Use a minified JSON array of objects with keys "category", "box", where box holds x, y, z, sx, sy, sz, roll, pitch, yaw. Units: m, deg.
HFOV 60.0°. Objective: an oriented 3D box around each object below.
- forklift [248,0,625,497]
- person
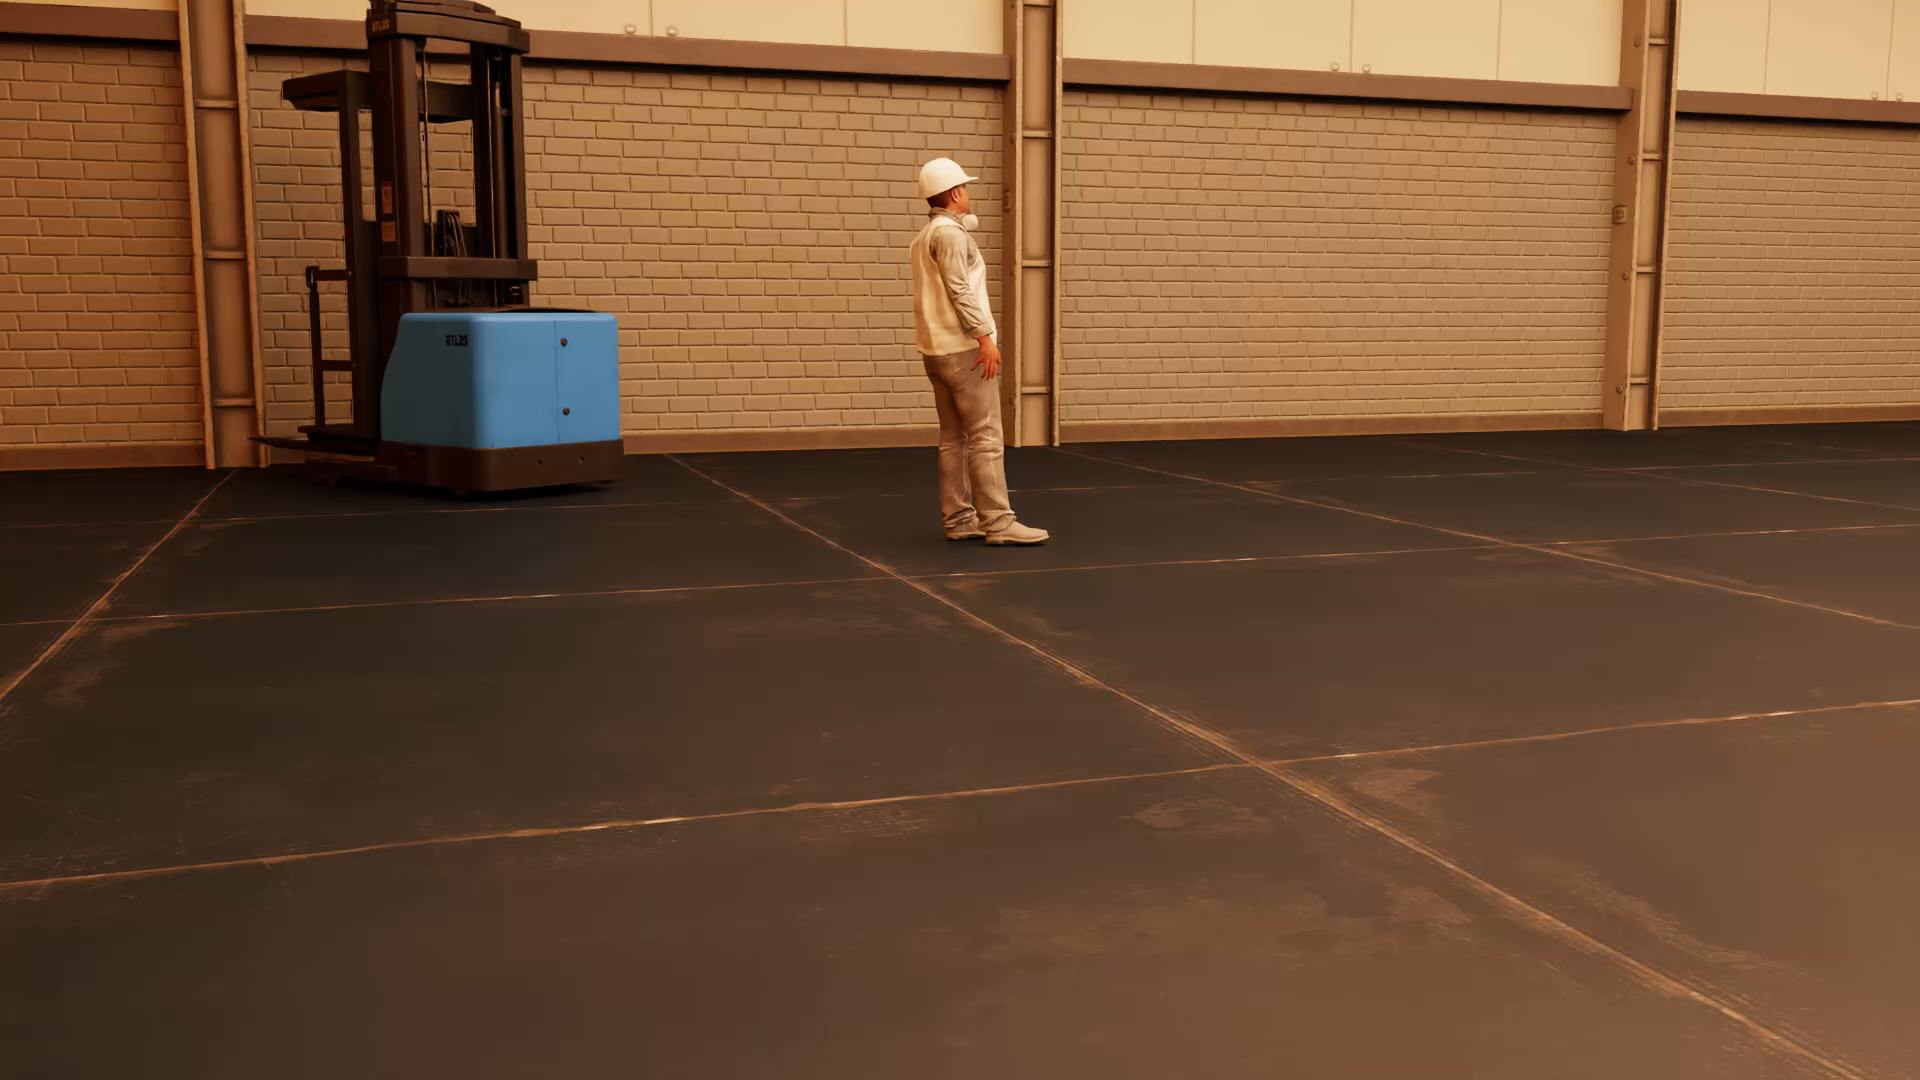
[{"category":"forklift","box":[-3.508,-1.835,10.538,3.031,2.935,1.130,6,10,39]},{"category":"person","box":[0.062,-0.888,7.816,0.566,1.775,0.634,-3,8,-18]}]
